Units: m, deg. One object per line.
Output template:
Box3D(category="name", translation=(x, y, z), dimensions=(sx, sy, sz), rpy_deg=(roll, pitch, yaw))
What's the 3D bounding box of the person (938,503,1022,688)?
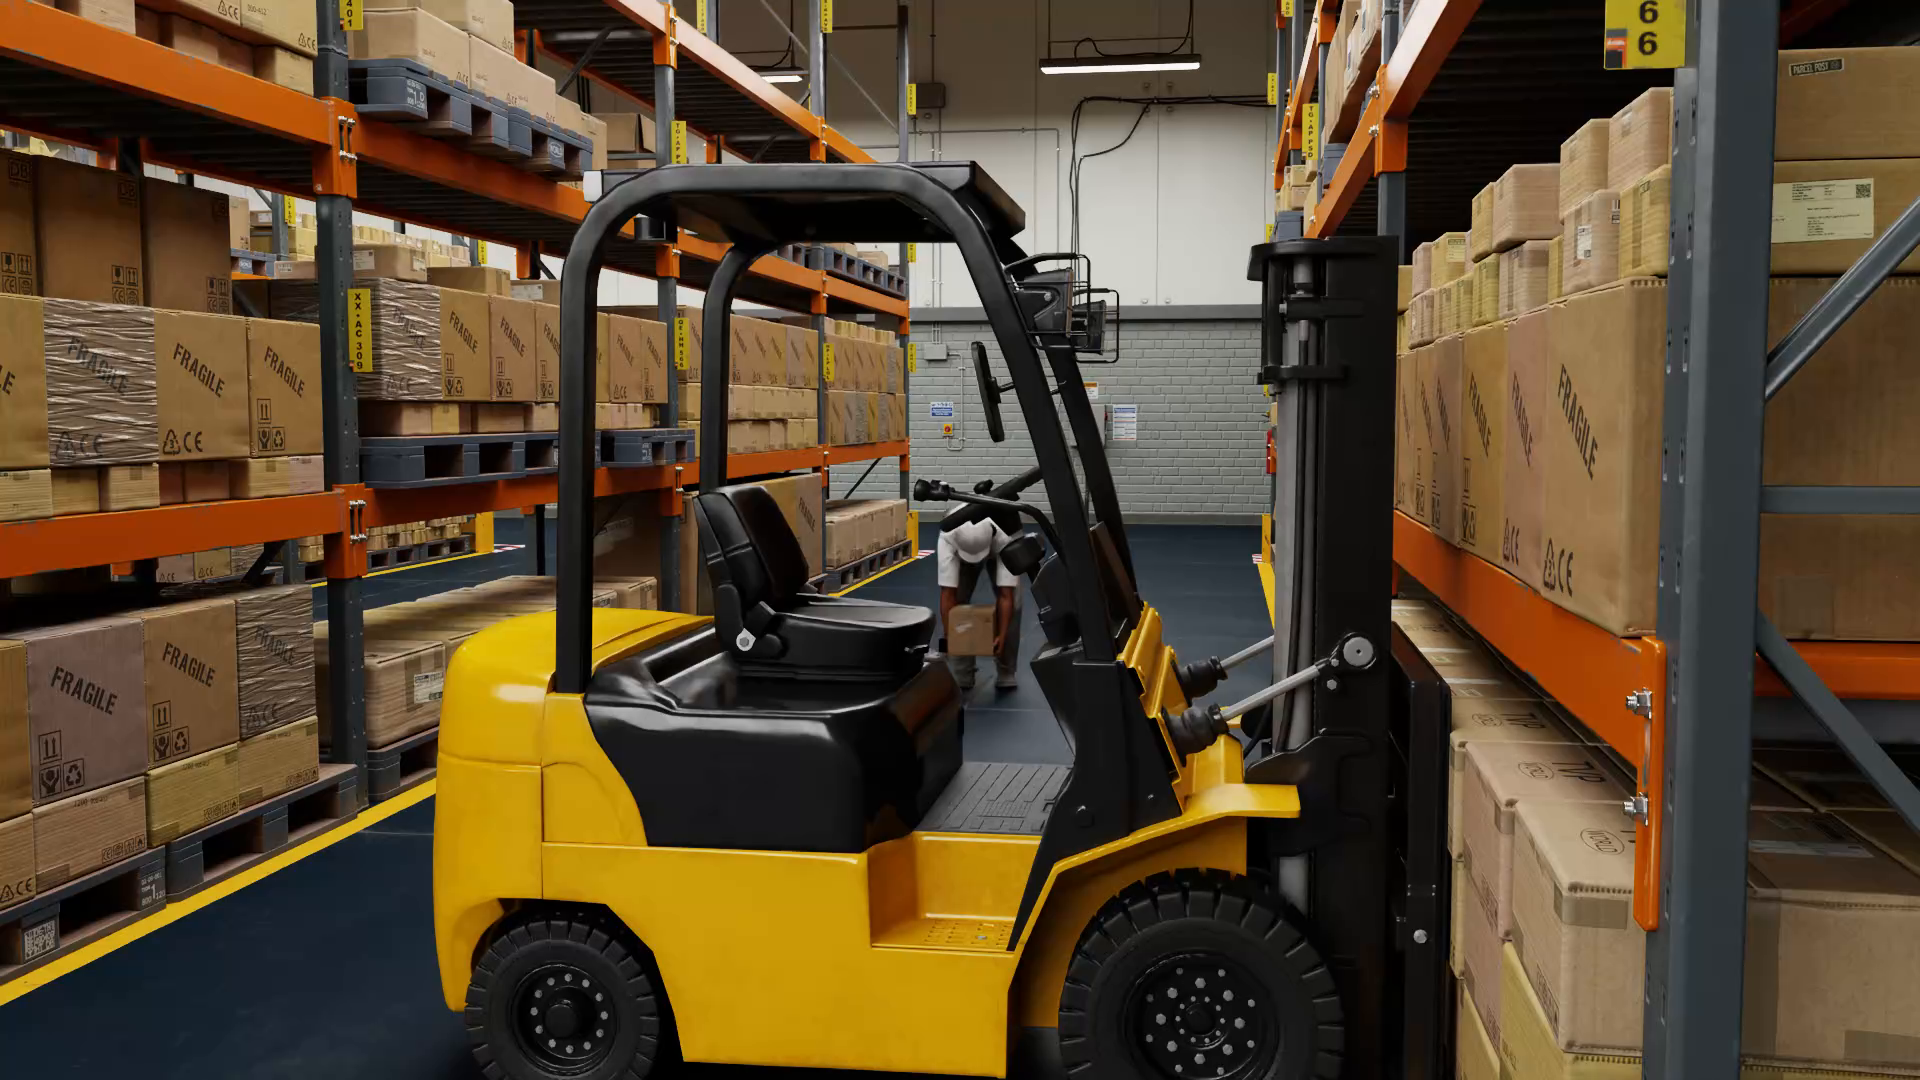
Box3D(category="person", translation=(0.121, 0.329, 9.555), dimensions=(0.477, 1.096, 0.981), rpy_deg=(1, 4, 6))
